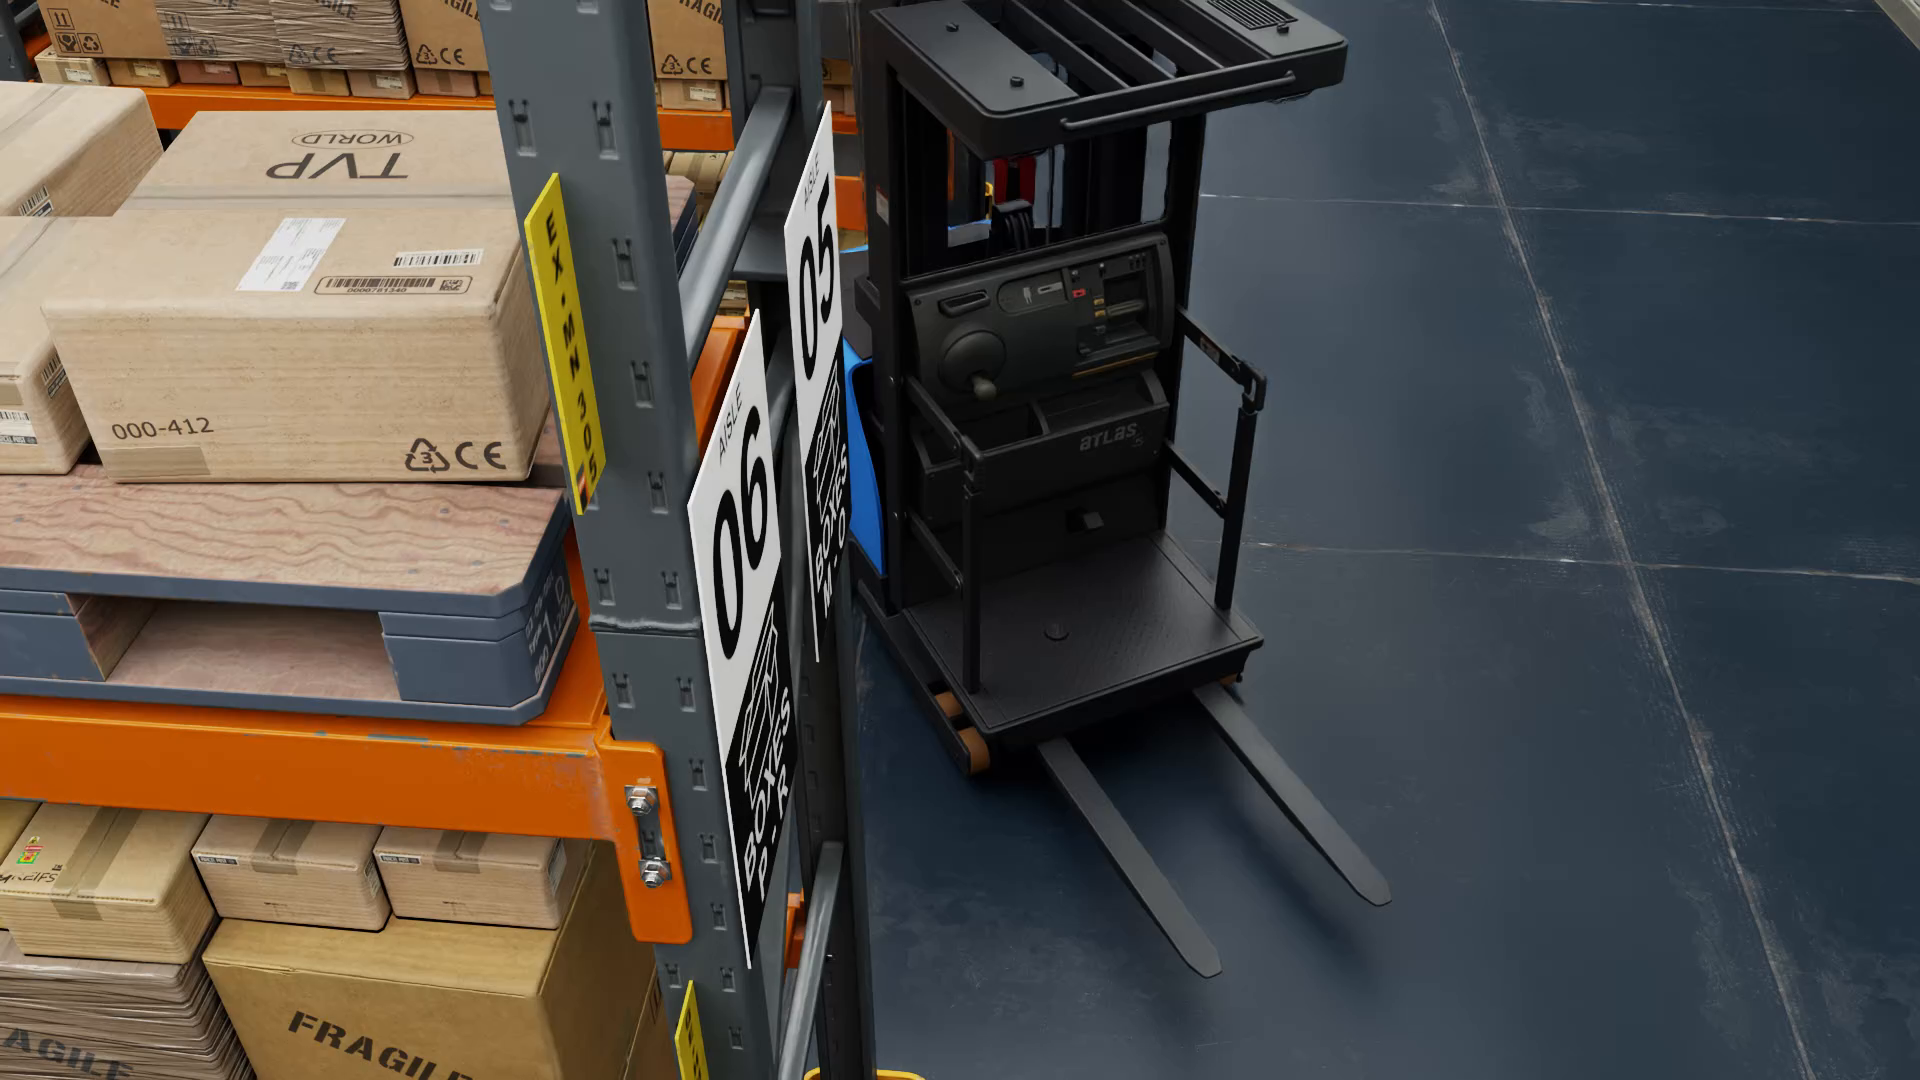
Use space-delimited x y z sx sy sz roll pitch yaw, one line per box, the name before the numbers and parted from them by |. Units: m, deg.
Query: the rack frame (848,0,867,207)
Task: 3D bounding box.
rack frame | -0.304 -1.344 6.683 0.015 2.100 0.400 7 40 13

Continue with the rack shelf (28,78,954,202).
rack shelf | -1.977 -1.993 7.393 4.000 0.370 1.077 3 39 4

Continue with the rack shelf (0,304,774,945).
rack shelf | -2.303 -0.038 2.614 4.000 0.370 1.077 3 39 4

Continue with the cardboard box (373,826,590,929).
cardboard box | -0.685 0.384 2.518 0.250 0.149 0.380 4 39 4

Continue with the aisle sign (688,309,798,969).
aisle sign | -0.265 0.146 2.135 0.004 0.787 0.394 3 39 4

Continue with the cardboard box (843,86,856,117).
cardboard box | -0.333 -1.906 6.914 0.250 0.149 0.380 3 39 4

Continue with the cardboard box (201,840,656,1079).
cardboard box | -0.811 0.652 2.701 0.500 0.500 0.500 4 39 5

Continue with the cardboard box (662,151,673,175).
cardboard box | -1.531 -1.710 7.929 0.250 0.149 0.380 5 39 6

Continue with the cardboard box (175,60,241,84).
cardboard box | -3.181 -2.114 7.170 0.250 0.149 0.380 2 39 2

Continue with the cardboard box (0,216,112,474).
cardboard box | -1.191 -0.253 2.095 0.250 0.149 0.380 0 39 0

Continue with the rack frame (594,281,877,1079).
rack frame | -0.310 0.955 3.200 0.127 3.000 1.000 3 39 4

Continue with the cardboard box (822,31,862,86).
cardboard box | -0.454 -2.180 6.737 0.500 0.500 0.500 4 39 5

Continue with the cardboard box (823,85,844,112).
cardboard box | -0.578 -1.943 6.960 0.250 0.149 0.380 3 39 4

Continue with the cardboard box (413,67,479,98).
cardboard box | -2.128 -2.036 7.074 0.250 0.149 0.380 5 39 6

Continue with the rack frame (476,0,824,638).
rack frame | -0.310 -1.371 1.306 0.127 3.000 1.000 3 39 4

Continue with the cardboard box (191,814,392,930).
cardboard box | -0.940 0.385 2.516 0.250 0.149 0.380 4 39 5

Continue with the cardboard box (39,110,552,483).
cardboard box | -0.766 -0.319 2.097 0.500 0.250 0.500 0 39 0

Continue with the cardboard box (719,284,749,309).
cardboard box | -1.052 -1.212 7.553 0.250 0.149 0.380 2 39 2

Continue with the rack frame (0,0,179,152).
rack frame | -3.969 -2.381 7.299 0.127 3.000 1.000 3 39 4

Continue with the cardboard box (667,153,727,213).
cardboard box | -1.256 -1.689 7.903 0.250 0.149 0.380 1 39 2

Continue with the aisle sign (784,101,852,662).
aisle sign | -0.214 -0.231 2.599 0.004 0.787 0.394 3 39 4

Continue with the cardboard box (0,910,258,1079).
cardboard box | -1.334 0.642 2.714 0.500 0.500 0.500 3 39 4

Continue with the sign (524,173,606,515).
sign | -0.371 -0.180 1.580 0.005 0.325 0.100 3 39 4

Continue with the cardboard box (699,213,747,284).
cardboard box | -1.048 -1.305 7.431 0.250 0.149 0.380 2 39 3

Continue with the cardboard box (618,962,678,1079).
cardboard box | -0.814 1.057 2.996 0.500 0.500 0.500 3 39 4

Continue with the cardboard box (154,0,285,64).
cardboard box | -3.004 -2.328 6.919 0.500 0.500 0.500 3 39 4

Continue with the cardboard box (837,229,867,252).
cardboard box | -0.533 -1.321 7.451 0.250 0.149 0.380 4 39 4

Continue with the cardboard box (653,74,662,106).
cardboard box | -1.345 -1.979 7.005 0.250 0.149 0.380 2 39 2

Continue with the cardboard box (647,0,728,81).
cardboard box | -0.967 -2.211 6.776 0.500 0.500 0.500 3 39 3

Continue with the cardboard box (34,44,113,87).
cardboard box | -3.715 -2.063 7.107 0.250 0.149 0.380 4 39 5

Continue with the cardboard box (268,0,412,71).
cardboard box | -2.505 -2.277 6.857 0.500 0.500 0.500 2 39 3

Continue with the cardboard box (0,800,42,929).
cardboard box | -1.452 0.384 2.517 0.250 0.149 0.380 4 39 5

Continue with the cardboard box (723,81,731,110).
cardboard box | -0.829 -1.947 6.965 0.250 0.149 0.380 3 39 3

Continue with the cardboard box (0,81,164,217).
cardboard box | -1.375 -0.516 2.419 0.250 0.149 0.380 4 39 5

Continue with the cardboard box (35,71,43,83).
cardboard box | -4.682 -2.072 7.973 0.500 0.250 0.500 2 39 2

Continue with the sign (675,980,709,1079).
sign | -0.371 0.755 2.342 0.005 0.325 0.100 3 39 4

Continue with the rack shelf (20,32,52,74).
rack shelf | -5.962 -2.211 7.660 4.000 0.370 1.077 3 39 4

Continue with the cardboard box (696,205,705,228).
cardboard box | -1.300 -1.359 7.498 0.250 0.149 0.380 2 39 2

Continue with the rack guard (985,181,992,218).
rack guard | -0.060 -1.198 7.826 0.348 0.500 1.175 3 39 4

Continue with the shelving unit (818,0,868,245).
shelving unit | -0.540 -1.375 6.739 0.503 2.100 0.431 7 40 13

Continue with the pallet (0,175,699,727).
pallet | -1.050 -0.208 2.323 1.213 0.211 1.003 3 39 4

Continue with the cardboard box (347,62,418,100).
cardboard box | -2.399 -2.021 7.056 0.250 0.149 0.380 5 39 6

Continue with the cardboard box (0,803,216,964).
cardboard box | -1.205 0.424 2.468 0.250 0.149 0.380 3 39 3

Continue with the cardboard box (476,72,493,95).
cardboard box | -1.875 -2.036 7.074 0.250 0.149 0.380 4 39 5

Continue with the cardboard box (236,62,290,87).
cardboard box | -2.911 -2.095 7.147 0.250 0.149 0.380 2 39 2

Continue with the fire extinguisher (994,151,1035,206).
fire extinguisher | 0.227 -1.685 6.800 0.183 0.674 0.296 3 39 4

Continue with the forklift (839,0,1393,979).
forklift | 0.369 -0.643 5.219 1.130 2.935 3.031 -17 42 -19

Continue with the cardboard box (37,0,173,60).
cardboard box | -3.497 -2.350 6.946 0.500 0.500 0.500 2 39 3

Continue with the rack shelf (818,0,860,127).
rack shelf | -0.572 -1.912 6.313 0.480 0.518 0.431 7 40 13

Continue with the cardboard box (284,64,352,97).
cardboard box | -2.665 -2.040 7.080 0.250 0.149 0.380 4 39 5

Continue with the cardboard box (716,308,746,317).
cardboard box | -1.047 -1.137 7.696 0.250 0.149 0.380 3 39 4

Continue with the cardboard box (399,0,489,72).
cardboard box | -1.968 -2.267 6.844 0.500 0.500 0.500 5 39 6

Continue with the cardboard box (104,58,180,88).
cardboard box | -3.451 -2.095 7.147 0.250 0.149 0.380 4 39 5

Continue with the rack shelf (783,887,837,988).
rack shelf | -2.303 1.125 3.561 4.000 0.370 1.077 3 39 4

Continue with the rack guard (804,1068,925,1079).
rack guard | -0.286 1.926 3.988 0.348 0.500 1.175 3 39 4

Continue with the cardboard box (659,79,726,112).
cardboard box | -1.085 -1.947 6.964 0.250 0.149 0.380 4 39 5

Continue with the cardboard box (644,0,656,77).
cardboard box | -1.472 -2.233 6.802 0.500 0.500 0.500 3 39 4

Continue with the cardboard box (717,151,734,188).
cardboard box | -1.002 -1.727 7.950 0.250 0.149 0.380 3 39 4

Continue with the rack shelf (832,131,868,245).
rack shelf | -0.539 -1.364 6.747 0.480 0.518 0.431 7 40 13

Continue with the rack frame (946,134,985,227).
rack frame | 0.016 -2.163 7.032 0.127 3.000 1.000 3 39 4
